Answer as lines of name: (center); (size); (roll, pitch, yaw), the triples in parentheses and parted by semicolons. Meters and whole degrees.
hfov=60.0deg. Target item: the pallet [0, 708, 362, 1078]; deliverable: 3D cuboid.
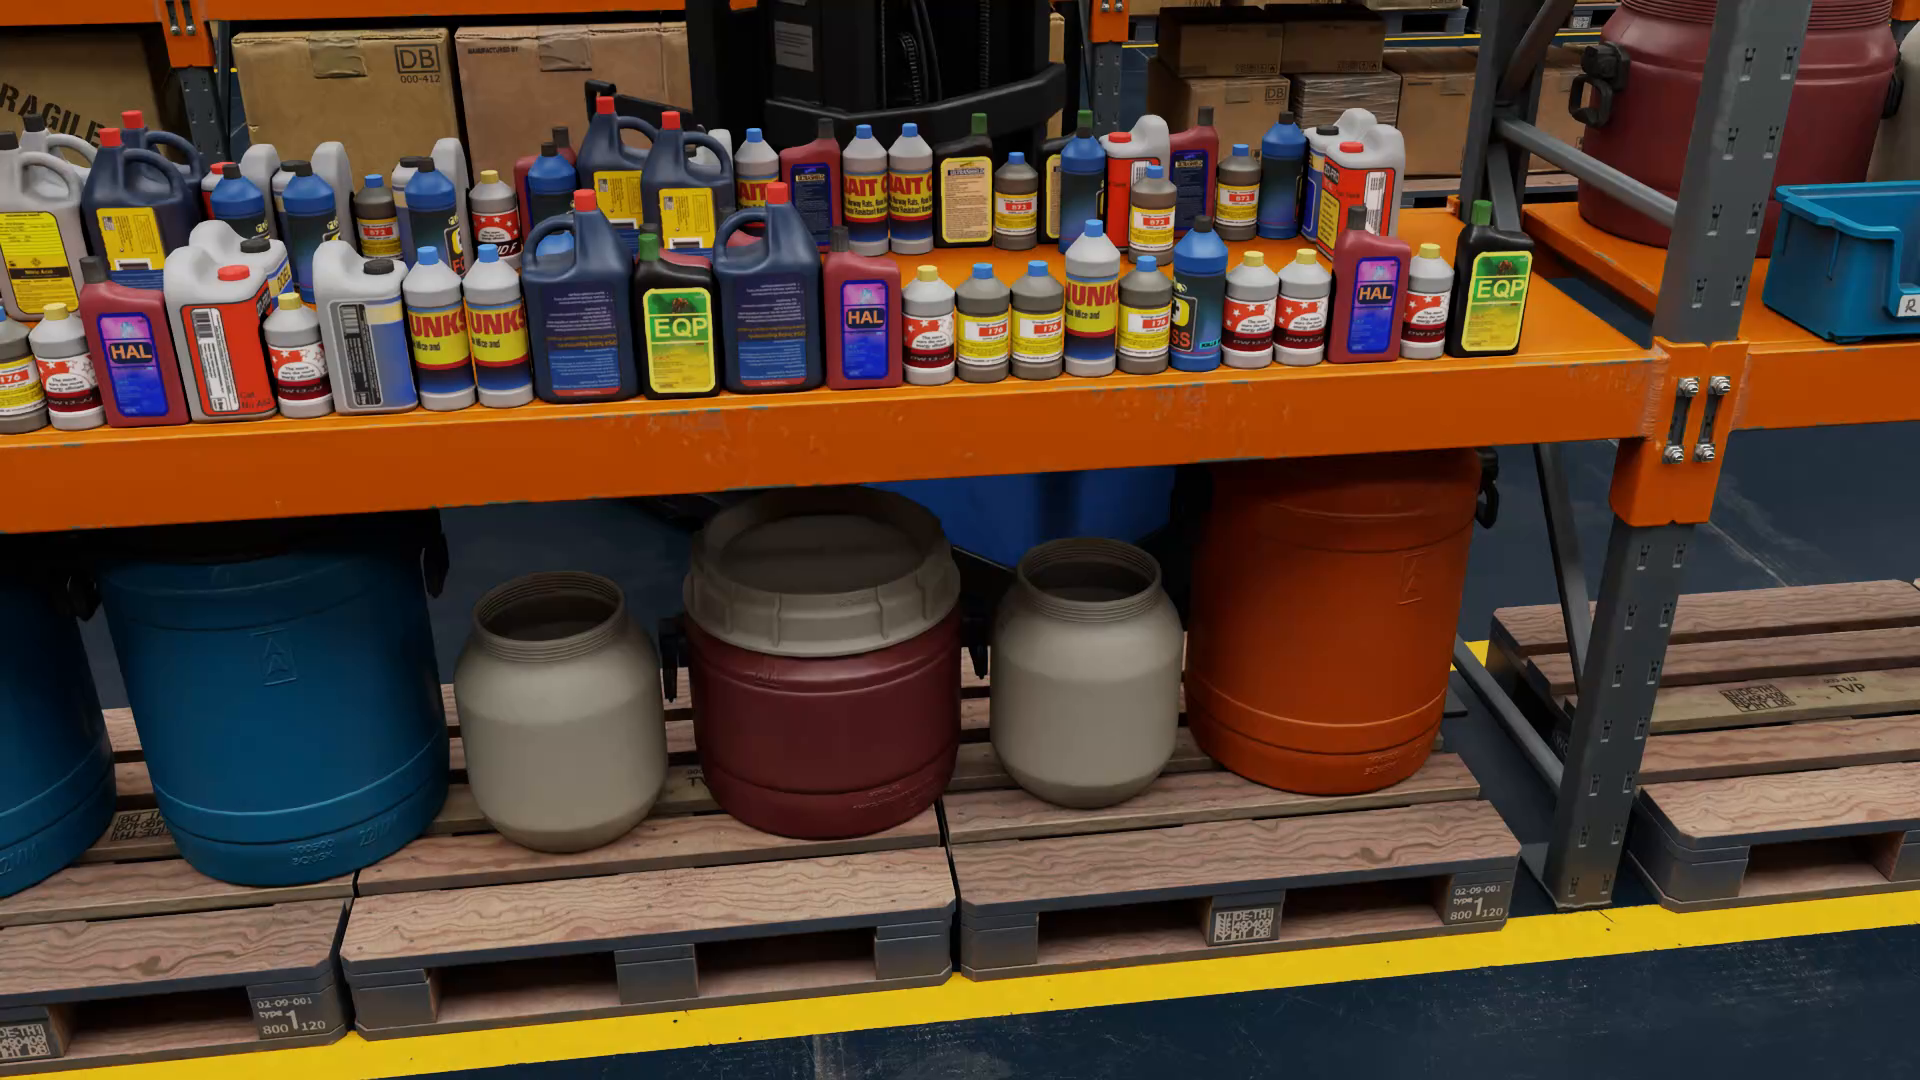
pallet: (-1.887, 0.719, 3.617); (1.213, 0.211, 1.003); (-4, 27, -7)

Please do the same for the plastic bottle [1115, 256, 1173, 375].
plastic bottle: (0.329, -0.406, 2.973); (0.097, 0.201, 0.097); (0, 27, 0)

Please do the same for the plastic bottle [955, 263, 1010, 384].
plastic bottle: (0.040, -0.388, 2.937); (0.097, 0.201, 0.097); (0, 27, 0)

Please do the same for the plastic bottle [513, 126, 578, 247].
plastic bottle: (-0.864, -0.724, 3.504); (0.133, 0.283, 0.061); (-4, 27, -7)

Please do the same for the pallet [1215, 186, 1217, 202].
pallet: (1.389, -1.793, 8.513); (1.213, 0.211, 1.003); (-4, 27, -7)

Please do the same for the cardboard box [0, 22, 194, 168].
cardboard box: (-4.011, -1.966, 7.663); (0.875, 0.875, 0.875); (-4, 27, -7)

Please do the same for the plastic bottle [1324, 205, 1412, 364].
plastic bottle: (0.735, -0.460, 2.989); (0.133, 0.283, 0.061); (-4, 27, -7)

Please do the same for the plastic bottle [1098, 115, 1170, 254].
plastic bottle: (0.373, -0.779, 3.619); (0.135, 0.276, 0.152); (-4, 27, -7)

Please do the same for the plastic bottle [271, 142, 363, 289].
plastic bottle: (-1.317, -0.671, 3.408); (0.135, 0.276, 0.152); (-4, 27, -7)

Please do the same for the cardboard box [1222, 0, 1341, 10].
cardboard box: (2.427, -4.534, 12.804); (0.750, 0.750, 1.050); (-4, 27, -7)

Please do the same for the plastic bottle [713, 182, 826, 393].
plastic bottle: (-0.332, -0.441, 2.878); (0.185, 0.351, 0.144); (-4, 27, -7)

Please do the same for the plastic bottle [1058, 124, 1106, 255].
plastic bottle: (0.263, -0.755, 3.576); (0.097, 0.271, 0.097); (0, 27, 0)

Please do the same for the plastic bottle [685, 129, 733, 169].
plastic bottle: (-0.542, -0.721, 3.505); (0.135, 0.276, 0.152); (-4, 27, -7)

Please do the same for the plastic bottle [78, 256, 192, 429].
plastic bottle: (-1.354, -0.326, 2.727); (0.133, 0.283, 0.061); (-4, 27, -7)

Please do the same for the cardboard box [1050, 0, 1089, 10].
cardboard box: (0.639, -4.417, 12.577); (0.750, 0.750, 1.050); (-4, 27, -8)

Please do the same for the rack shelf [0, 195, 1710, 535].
rack shelf: (-0.676, -0.298, 3.333); (4.000, 0.370, 1.077); (-4, 27, -7)

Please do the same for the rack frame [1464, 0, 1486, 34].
rack frame: (3.985, -5.488, 12.659); (0.127, 3.000, 1.000); (-4, 27, -7)

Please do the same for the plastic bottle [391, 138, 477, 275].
plastic bottle: (-1.087, -0.686, 3.436); (0.135, 0.276, 0.152); (-4, 27, -7)

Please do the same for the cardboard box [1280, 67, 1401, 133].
cardboard box: (1.823, -2.161, 8.432); (0.500, 0.500, 0.700); (-6, 28, -11)

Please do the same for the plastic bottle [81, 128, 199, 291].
plastic bottle: (-1.589, -0.622, 3.231); (0.185, 0.351, 0.144); (-4, 27, -7)

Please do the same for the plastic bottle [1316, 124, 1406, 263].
plastic bottle: (0.852, -0.740, 3.542); (0.135, 0.276, 0.152); (-4, 27, -7)

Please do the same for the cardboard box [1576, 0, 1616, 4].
cardboard box: (4.617, -4.737, 13.064); (0.875, 0.875, 0.875); (-3, 27, -6)

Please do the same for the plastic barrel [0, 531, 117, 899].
plastic barrel: (-2.115, 0.229, 3.357); (0.708, 0.901, 0.600); (-4, 27, -7)

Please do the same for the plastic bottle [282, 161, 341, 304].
plastic bottle: (-1.281, -0.614, 3.301); (0.097, 0.271, 0.097); (0, 27, 0)

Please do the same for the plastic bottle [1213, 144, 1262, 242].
plastic bottle: (0.616, -0.774, 3.691); (0.097, 0.201, 0.097); (0, 27, 0)

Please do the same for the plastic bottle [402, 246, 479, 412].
plastic bottle: (-0.880, -0.360, 2.806); (0.097, 0.271, 0.097); (0, 27, 0)

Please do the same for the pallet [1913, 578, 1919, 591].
pallet: (3.283, 0.387, 4.264); (1.213, 0.211, 1.003); (-4, 27, -7)

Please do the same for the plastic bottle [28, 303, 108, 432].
plastic bottle: (-1.471, -0.290, 2.748); (0.097, 0.201, 0.097); (0, 27, 0)

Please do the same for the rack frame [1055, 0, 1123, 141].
rack frame: (0.614, -2.984, 7.781); (0.127, 3.000, 1.000); (-4, 27, -7)

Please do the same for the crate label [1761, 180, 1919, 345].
crate label: (1.774, -0.528, 3.177); (0.416, 0.233, 0.303); (-4, 27, -7)

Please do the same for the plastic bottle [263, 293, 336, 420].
plastic bottle: (-1.109, -0.314, 2.793); (0.097, 0.201, 0.097); (0, 27, 0)

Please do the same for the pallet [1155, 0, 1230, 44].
pallet: (2.020, -4.085, 12.979); (1.213, 0.211, 1.003); (-4, 27, -7)

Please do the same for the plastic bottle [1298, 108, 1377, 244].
plastic bottle: (0.831, -0.809, 3.676); (0.135, 0.276, 0.152); (-4, 27, -7)

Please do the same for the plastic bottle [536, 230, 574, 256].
plastic bottle: (-0.707, -0.437, 2.957); (0.097, 0.271, 0.097); (0, 27, 0)

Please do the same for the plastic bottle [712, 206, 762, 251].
plastic bottle: (-0.372, -0.456, 2.980); (0.133, 0.283, 0.061); (-4, 27, -7)

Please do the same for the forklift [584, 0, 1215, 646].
forklift: (-0.535, -1.532, 5.025); (3.031, 2.935, 1.130); (22, 34, 36)

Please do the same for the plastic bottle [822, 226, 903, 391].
plastic bottle: (-0.168, -0.402, 2.876); (0.133, 0.283, 0.061); (-4, 27, -7)

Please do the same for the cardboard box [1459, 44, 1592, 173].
cardboard box: (2.936, -2.236, 8.577); (0.500, 0.500, 0.700); (-6, 28, -12)

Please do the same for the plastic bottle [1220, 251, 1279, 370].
plastic bottle: (0.522, -0.418, 2.997); (0.097, 0.201, 0.097); (0, 27, 0)

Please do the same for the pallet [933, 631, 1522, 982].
pallet: (0.530, 0.564, 3.919); (1.213, 0.211, 1.003); (-4, 27, -7)

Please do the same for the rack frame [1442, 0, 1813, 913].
rack frame: (1.305, -0.745, 3.417); (0.127, 3.000, 1.000); (-4, 27, -7)

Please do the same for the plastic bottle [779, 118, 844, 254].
plastic bottle: (-0.320, -0.759, 3.572); (0.133, 0.283, 0.061); (-4, 27, -7)

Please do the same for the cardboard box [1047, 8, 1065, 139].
cardboard box: (-0.072, -2.191, 8.103); (0.875, 0.875, 1.225); (-5, 28, -10)

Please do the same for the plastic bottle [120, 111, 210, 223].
plastic bottle: (-1.609, -0.687, 3.358); (0.185, 0.351, 0.144); (-4, 27, -7)

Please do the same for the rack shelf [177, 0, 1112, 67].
rack shelf: (-1.366, -2.537, 7.697); (4.000, 0.370, 1.077); (-4, 27, -7)

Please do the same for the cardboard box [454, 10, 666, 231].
cardboard box: (-1.831, -2.079, 7.883); (0.875, 0.875, 1.225); (-5, 28, -9)

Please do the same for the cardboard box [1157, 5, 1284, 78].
cardboard box: (1.274, -2.458, 8.189); (0.500, 0.250, 0.500); (-3, 27, -5)

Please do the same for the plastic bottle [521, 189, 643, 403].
plastic bottle: (-0.647, -0.421, 2.838); (0.185, 0.351, 0.144); (-4, 27, -7)

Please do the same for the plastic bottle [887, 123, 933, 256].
plastic bottle: (-0.106, -0.759, 3.585); (0.097, 0.271, 0.097); (0, 27, 0)

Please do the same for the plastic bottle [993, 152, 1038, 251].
plastic bottle: (0.122, -0.743, 3.629); (0.097, 0.201, 0.097); (0, 27, 0)

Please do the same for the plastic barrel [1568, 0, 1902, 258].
plastic barrel: (1.722, -0.972, 3.710); (0.708, 0.536, 0.600); (-4, 27, -7)

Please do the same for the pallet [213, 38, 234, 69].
pallet: (-5.808, -3.600, 12.035); (1.213, 0.211, 1.003); (-4, 27, -7)

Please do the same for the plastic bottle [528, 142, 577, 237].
plastic bottle: (-0.836, -0.684, 3.439); (0.097, 0.271, 0.097); (0, 27, 0)

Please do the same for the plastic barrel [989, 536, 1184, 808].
plastic barrel: (0.276, 0.290, 3.665); (0.421, 0.512, 0.421); (0, 27, 0)

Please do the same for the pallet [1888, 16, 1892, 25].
pallet: (7.165, -4.415, 13.623); (1.213, 0.211, 1.003); (-4, 27, -7)

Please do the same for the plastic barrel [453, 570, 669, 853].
plastic barrel: (-0.843, 0.362, 3.525); (0.421, 0.512, 0.421); (0, 27, 0)

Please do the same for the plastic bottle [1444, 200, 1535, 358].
plastic bottle: (0.963, -0.475, 3.018); (0.133, 0.283, 0.061); (-4, 27, -7)
